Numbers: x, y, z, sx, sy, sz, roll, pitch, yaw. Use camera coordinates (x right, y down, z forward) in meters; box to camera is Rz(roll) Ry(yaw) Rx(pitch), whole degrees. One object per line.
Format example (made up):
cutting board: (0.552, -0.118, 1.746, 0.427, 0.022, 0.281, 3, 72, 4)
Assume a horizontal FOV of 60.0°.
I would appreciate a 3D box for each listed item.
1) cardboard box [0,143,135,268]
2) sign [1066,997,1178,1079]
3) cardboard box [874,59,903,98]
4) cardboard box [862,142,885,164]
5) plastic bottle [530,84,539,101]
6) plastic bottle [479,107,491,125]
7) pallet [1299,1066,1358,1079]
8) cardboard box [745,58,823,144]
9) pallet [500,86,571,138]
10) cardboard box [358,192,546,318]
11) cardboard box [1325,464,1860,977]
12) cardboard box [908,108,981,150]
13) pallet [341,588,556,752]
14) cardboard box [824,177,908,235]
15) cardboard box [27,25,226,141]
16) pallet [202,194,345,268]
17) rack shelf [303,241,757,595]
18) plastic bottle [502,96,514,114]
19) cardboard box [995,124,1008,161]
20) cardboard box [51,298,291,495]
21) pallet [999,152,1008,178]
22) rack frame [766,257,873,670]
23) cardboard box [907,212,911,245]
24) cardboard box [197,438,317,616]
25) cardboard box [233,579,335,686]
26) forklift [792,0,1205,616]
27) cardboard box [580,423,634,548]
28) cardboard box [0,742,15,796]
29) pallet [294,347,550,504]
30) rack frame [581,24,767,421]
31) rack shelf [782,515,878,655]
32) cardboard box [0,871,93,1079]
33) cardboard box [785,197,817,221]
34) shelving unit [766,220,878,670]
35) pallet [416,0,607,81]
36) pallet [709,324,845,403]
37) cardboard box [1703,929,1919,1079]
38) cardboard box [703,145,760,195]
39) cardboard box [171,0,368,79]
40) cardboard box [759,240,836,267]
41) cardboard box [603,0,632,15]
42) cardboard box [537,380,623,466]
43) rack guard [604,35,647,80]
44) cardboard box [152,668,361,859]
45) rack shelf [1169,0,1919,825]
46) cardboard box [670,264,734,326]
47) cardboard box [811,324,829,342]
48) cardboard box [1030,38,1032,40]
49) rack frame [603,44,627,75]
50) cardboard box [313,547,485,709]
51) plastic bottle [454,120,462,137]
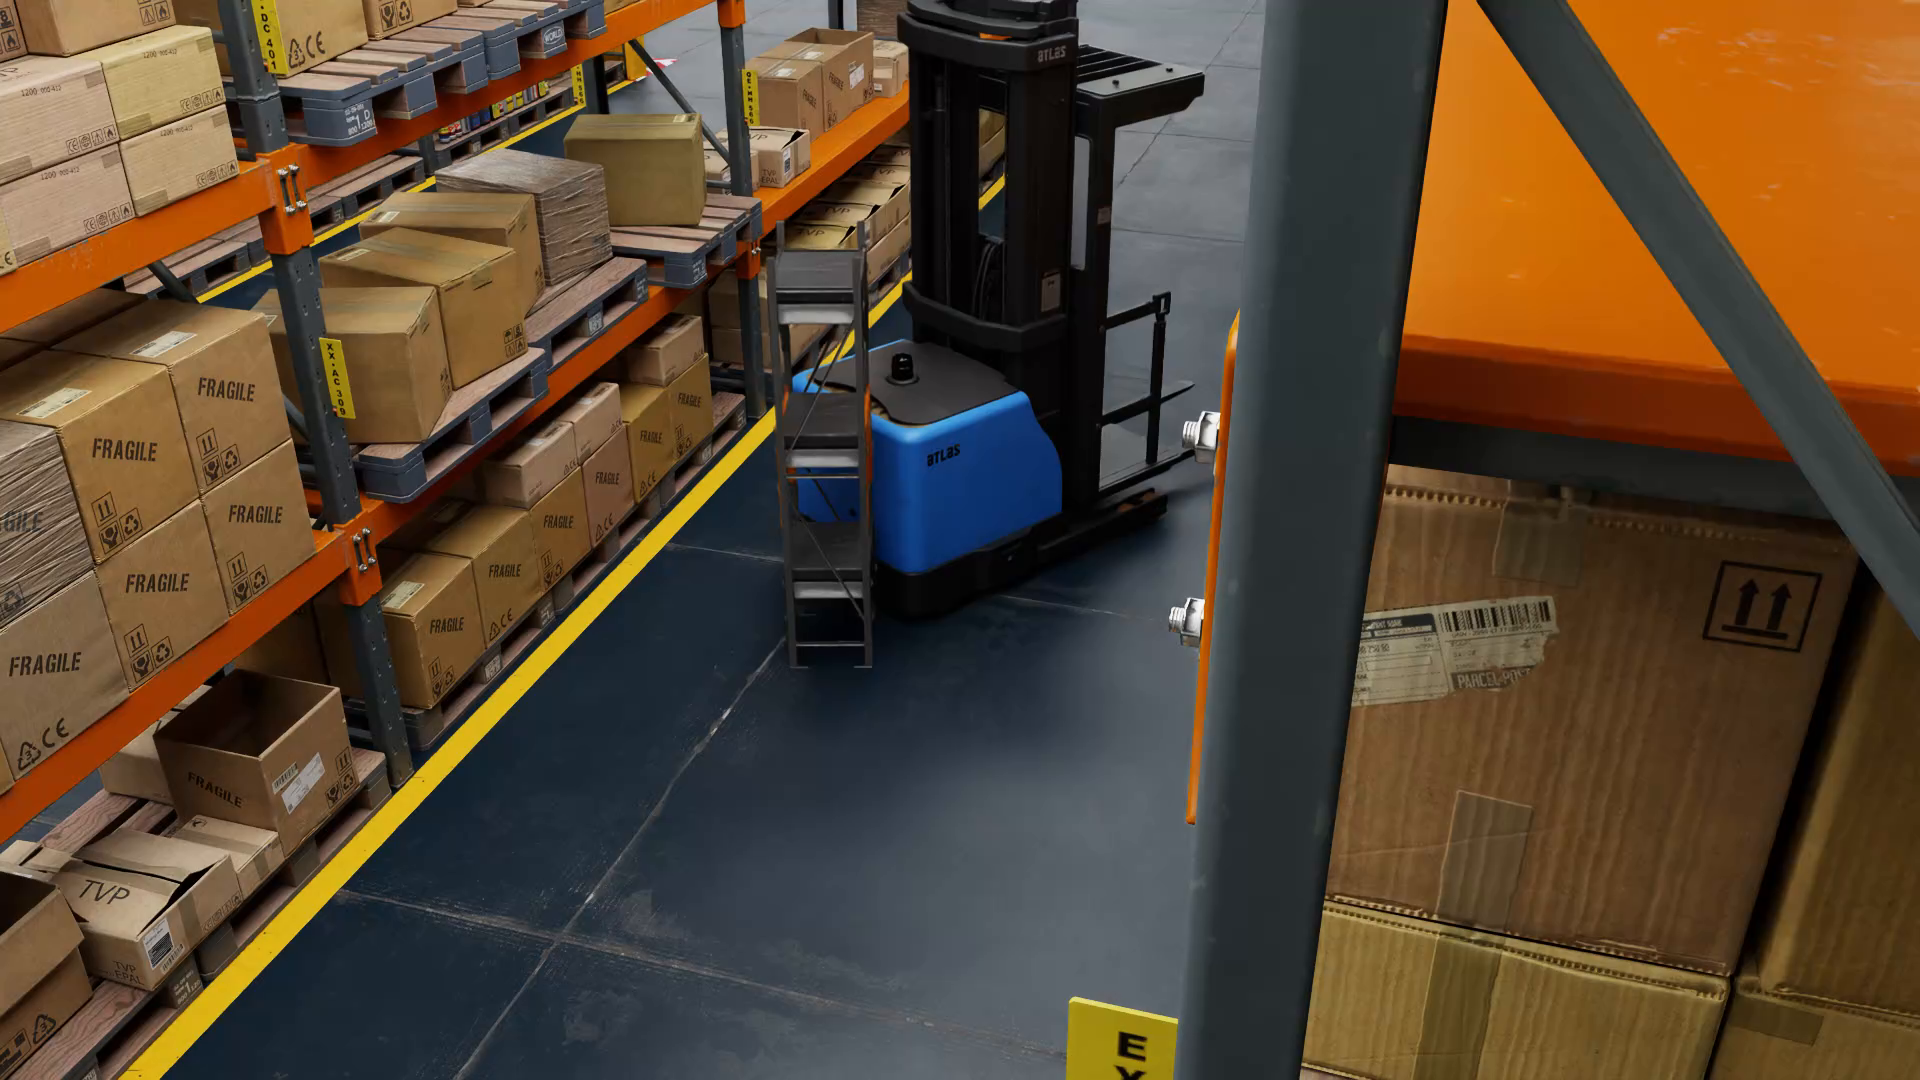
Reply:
cardboard box: (-2.961, -1.065, 5.148, 0.500, 0.250, 0.500, 8, 30, 15)
sign: (0.132, 0.502, 1.347, 0.100, 0.325, 0.005, 8, 30, 15)
cardboard box: (-0.650, -3.539, 12.665, 0.396, 0.266, 0.258, 8, 30, 14)
cardboard box: (-0.927, -3.103, 13.562, 0.500, 0.311, 0.500, 9, 30, 15)
plastic bottle: (-4.347, -4.573, 16.734, 0.152, 0.276, 0.135, 9, 30, 15)
plastic bottle: (-4.612, -4.180, 15.950, 0.144, 0.351, 0.185, 7, 30, 13)
pallet: (0.855, 0.631, 2.036, 1.003, 0.211, 1.213, 8, 30, 15)
cardboard box: (-1.264, -3.000, 11.454, 0.500, 0.500, 0.500, 7, 30, 12)
pallet: (-4.708, -4.398, 16.938, 1.003, 0.211, 1.213, 8, 30, 15)
cardboard box: (-2.456, -1.372, 8.096, 0.700, 0.500, 0.500, 1, 29, 2)
cardboard box: (0.601, 0.070, 1.802, 0.500, 0.500, 0.500, 8, 30, 15)
cardboard box: (-0.132, -3.513, 14.105, 0.500, 0.500, 0.500, 8, 30, 15)
pallet: (-2.713, 0.520, 8.098, 1.003, 0.211, 1.213, 8, 30, 15)
cardboard box: (-0.707, -2.556, 12.579, 0.500, 0.311, 0.500, 8, 30, 15)
cardboard box: (-2.799, -1.514, 5.440, 0.500, 0.250, 0.500, 8, 30, 15)
pallet: (-5.851, -2.583, 13.677, 1.003, 0.211, 1.213, 8, 30, 15)
rack shelf: (-2.328, -0.930, 8.576, 1.077, 0.370, 4.000, 8, 30, 15)
plastic bottle: (-4.487, -4.377, 16.305, 0.144, 0.351, 0.185, 8, 30, 14)
cardboard box: (0.162, -3.650, 15.122, 0.500, 0.250, 0.500, 8, 30, 15)
cardboard box: (-2.816, -0.524, 5.974, 0.500, 0.500, 0.500, 9, 30, 15)
pallet: (0.063, -3.747, 15.768, 1.003, 0.211, 1.213, 8, 30, 15)
rack frame: (-0.627, -0.288, 7.608, 0.400, 2.100, 0.015, 0, 29, -1)
cardboard box: (-0.562, -2.546, 13.137, 0.500, 0.250, 0.500, 8, 30, 14)
cardboard box: (-2.817, -0.090, 6.223, 0.500, 0.500, 0.500, 9, 30, 16)
cardboard box: (-3.044, 0.315, 7.717, 0.500, 0.500, 0.500, 8, 30, 15)
forklift: (0.543, -1.492, 8.918, 3.031, 2.935, 1.130, -23, 37, -35)
cardboard box: (-2.092, -0.320, 8.859, 0.500, 0.500, 0.500, 7, 30, 13)
cardboard box: (-3.262, 0.626, 4.936, 0.500, 0.500, 0.500, 9, 30, 16)
pallet: (-2.576, -0.587, 7.417, 1.003, 0.211, 1.213, 8, 30, 15)
rack frame: (-1.741, -2.174, 10.072, 1.000, 3.000, 0.127, 8, 30, 15)
rack shelf: (-0.629, 0.217, 8.168, 0.431, 0.518, 0.480, 0, 29, -1)
cardboard box: (-3.462, 1.458, 5.660, 0.797, 0.503, 0.637, 8, 30, 15)
cardboard box: (-1.377, -2.389, 12.278, 0.500, 0.311, 0.500, 9, 30, 16)
shelving unit: (-0.629, -0.407, 7.821, 0.431, 2.100, 0.503, 0, 29, -1)
pallet: (-2.355, -2.319, 7.441, 1.213, 0.211, 1.003, 8, 30, 15)
pallet: (-1.462, -1.332, 11.428, 1.003, 0.211, 1.213, 8, 30, 15)
cardboard box: (1.096, 0.472, 1.849, 0.500, 0.250, 0.500, 10, 31, 17)
cardboard box: (-1.593, -2.298, 10.387, 0.500, 0.311, 0.500, 10, 31, 18)
cardboard box: (-2.697, -2.120, 6.253, 0.600, 0.600, 0.600, 6, 30, 10)
cardboard box: (-1.161, -1.848, 11.305, 0.500, 0.311, 0.500, 8, 30, 14)
cardboard box: (-2.139, -2.842, 8.085, 0.910, 0.500, 0.500, 8, 30, 15)
cardboard box: (-2.100, -0.631, 8.645, 0.500, 0.250, 0.500, 8, 30, 14)
rack guard: (-4.104, -5.466, 18.561, 1.175, 0.500, 0.348, 8, 30, 15)
cardboard box: (-2.811, 0.890, 6.683, 0.500, 0.500, 0.500, 8, 30, 15)
rack shelf: (1.234, -0.813, 2.606, 1.077, 0.370, 4.000, 8, 30, 15)
cardboard box: (-1.823, -1.679, 11.003, 0.500, 0.311, 0.500, 9, 30, 16)
cardboard box: (-1.160, -1.591, 11.421, 0.500, 0.250, 0.500, 8, 30, 13)
cardboard box: (0.734, -4.910, 16.615, 0.500, 0.500, 0.500, 8, 30, 15)
rack frame: (-4.127, -6.600, 18.029, 1.000, 3.000, 0.127, 8, 30, 15)
cardboard box: (-2.540, 0.395, 7.573, 0.500, 0.500, 0.500, 7, 30, 13)
plastic bottle: (-4.729, -3.891, 15.584, 0.097, 0.201, 0.097, 0, 29, 0)
